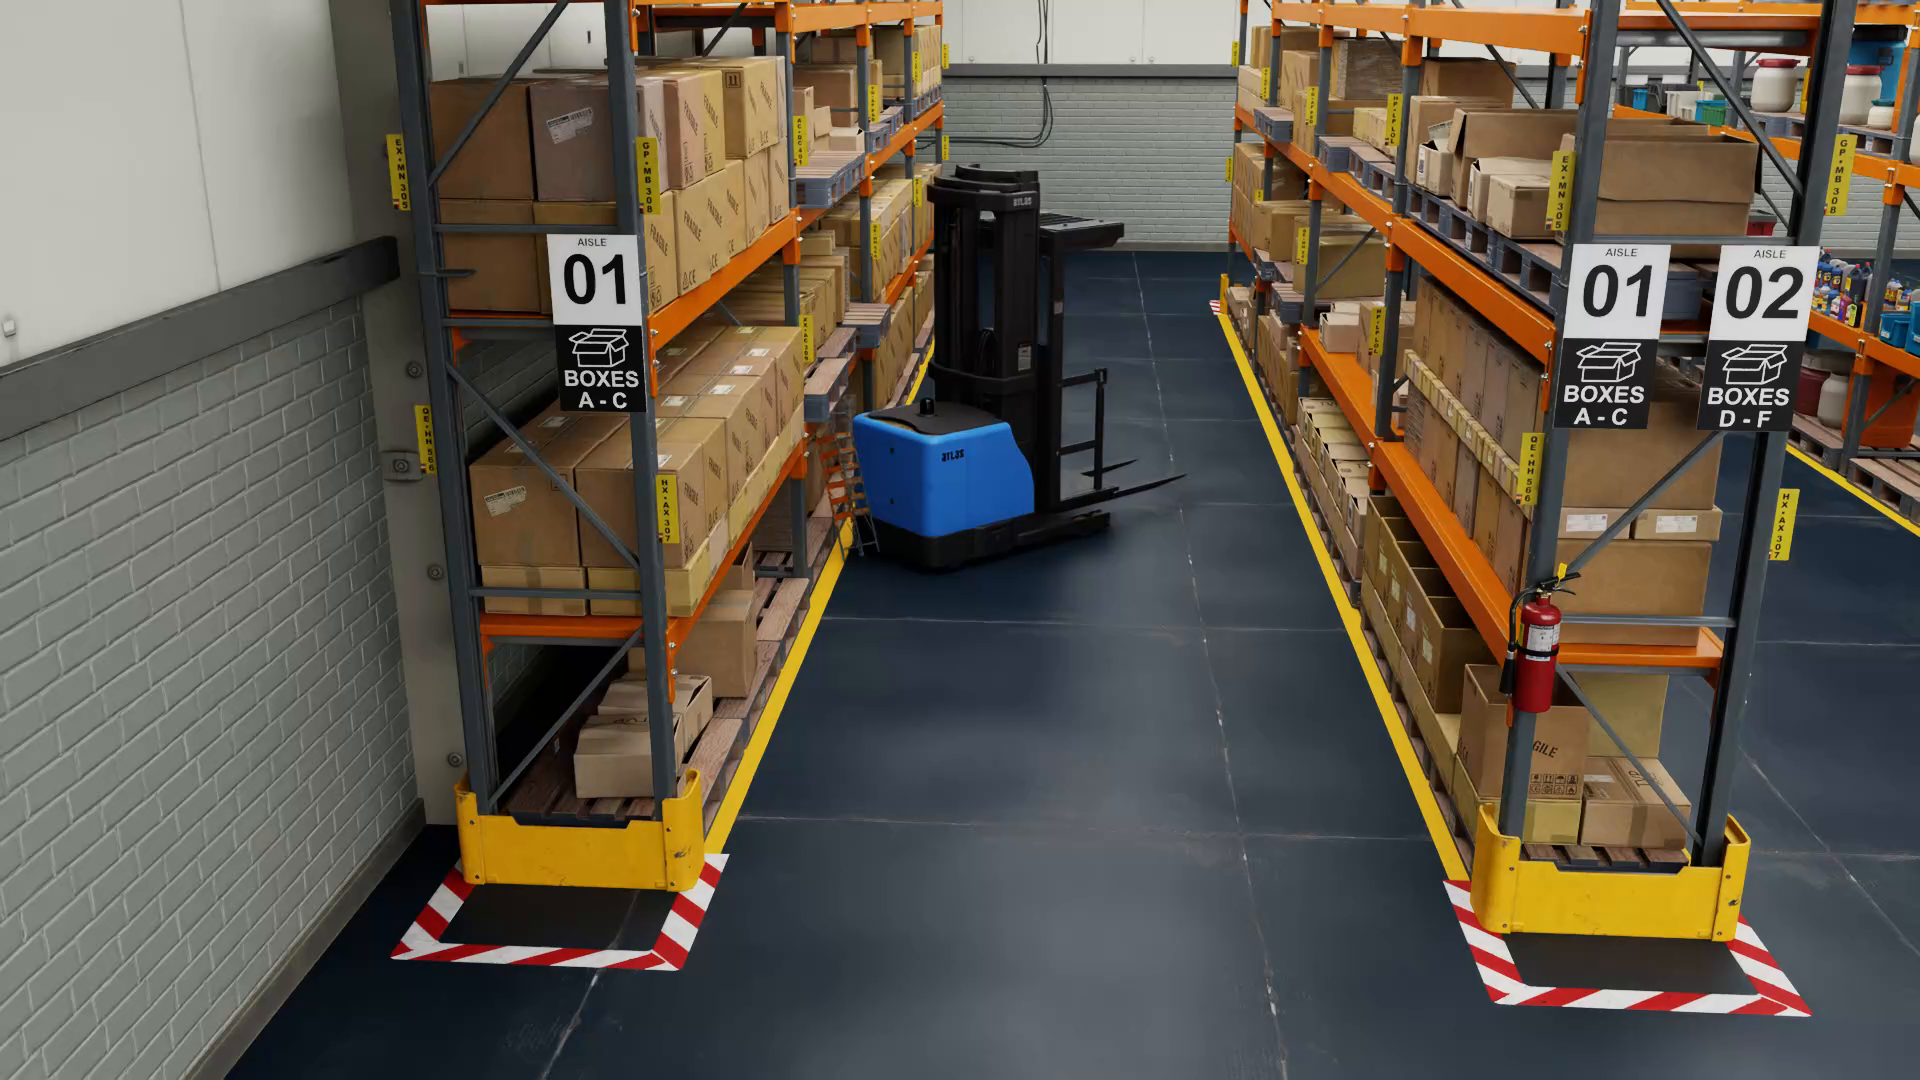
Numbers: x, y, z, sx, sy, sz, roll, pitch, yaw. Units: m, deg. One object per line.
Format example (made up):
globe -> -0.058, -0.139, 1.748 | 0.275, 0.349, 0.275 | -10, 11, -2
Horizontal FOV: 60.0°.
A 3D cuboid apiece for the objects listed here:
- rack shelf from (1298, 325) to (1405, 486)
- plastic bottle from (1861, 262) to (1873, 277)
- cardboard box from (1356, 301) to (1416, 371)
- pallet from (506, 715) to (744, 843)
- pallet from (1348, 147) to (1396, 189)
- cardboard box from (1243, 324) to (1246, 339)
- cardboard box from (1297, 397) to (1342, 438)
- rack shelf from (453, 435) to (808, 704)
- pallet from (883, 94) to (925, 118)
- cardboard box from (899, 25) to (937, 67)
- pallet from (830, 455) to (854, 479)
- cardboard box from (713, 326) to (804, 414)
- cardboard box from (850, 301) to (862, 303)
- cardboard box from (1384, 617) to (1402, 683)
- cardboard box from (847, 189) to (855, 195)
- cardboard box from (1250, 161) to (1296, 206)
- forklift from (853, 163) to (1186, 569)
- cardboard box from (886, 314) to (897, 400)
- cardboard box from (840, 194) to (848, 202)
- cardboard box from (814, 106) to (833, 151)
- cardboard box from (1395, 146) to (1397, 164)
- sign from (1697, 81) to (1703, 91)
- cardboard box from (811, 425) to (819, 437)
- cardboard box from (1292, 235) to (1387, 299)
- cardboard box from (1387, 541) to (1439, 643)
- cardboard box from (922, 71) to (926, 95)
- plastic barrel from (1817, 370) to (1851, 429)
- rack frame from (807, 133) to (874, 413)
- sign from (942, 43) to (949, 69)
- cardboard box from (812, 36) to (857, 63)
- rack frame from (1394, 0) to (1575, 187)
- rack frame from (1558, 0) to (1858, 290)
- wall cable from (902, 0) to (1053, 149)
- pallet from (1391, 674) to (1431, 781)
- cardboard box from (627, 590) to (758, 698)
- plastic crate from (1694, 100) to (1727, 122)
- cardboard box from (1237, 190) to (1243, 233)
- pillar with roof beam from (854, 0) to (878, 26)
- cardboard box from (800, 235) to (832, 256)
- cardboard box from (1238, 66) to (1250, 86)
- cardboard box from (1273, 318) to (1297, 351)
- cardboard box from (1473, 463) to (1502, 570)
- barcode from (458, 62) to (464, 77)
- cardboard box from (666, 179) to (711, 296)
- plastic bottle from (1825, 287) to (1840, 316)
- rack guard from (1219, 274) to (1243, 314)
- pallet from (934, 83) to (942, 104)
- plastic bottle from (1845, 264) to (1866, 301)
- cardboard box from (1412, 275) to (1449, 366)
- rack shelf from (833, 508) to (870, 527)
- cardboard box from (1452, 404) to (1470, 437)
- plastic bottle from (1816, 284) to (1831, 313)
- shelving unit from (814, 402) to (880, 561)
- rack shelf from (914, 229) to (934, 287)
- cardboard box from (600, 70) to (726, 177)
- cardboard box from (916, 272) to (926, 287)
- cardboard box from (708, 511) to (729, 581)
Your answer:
rack shelf -> 3.482, -1.154, 13.283 | 1.077, 0.370, 4.000 | 1, 18, 4
plastic bottle -> 9.034, -2.589, 16.587 | 0.144, 0.351, 0.185 | 1, 18, 4
cardboard box -> 3.521, -1.643, 13.459 | 0.500, 0.500, 0.500 | 0, 18, 1
pallet -> -1.791, 1.308, 9.092 | 1.003, 0.211, 1.213 | 1, 18, 4
pallet -> 3.588, -2.893, 12.919 | 1.003, 0.211, 1.213 | 2, 18, 6
cardboard box -> 3.637, -2.515, 20.152 | 0.380, 0.149, 0.250 | 1, 18, 4
cardboard box -> 3.295, -1.120, 14.866 | 0.500, 0.311, 0.500 | 2, 18, 6
rack shelf -> -1.746, -0.021, 9.825 | 1.077, 0.370, 4.000 | 1, 18, 4
pallet -> -0.960, -5.106, 19.513 | 1.003, 0.211, 1.213 | 1, 18, 4
cardboard box -> -0.570, -6.280, 21.156 | 0.500, 0.500, 0.500 | 2, 18, 6
pallet -> -1.374, -0.659, 15.094 | 1.003, 0.211, 1.213 | 1, 18, 4
cardboard box -> -1.328, -1.125, 11.043 | 0.500, 0.500, 0.500 | 1, 18, 4
cardboard box -> -1.061, -2.214, 15.733 | 0.380, 0.149, 0.250 | 1, 18, 3
cardboard box -> 2.921, 0.680, 10.272 | 0.500, 0.250, 0.500 | 1, 18, 4
cardboard box -> -1.384, -3.568, 17.620 | 0.500, 0.250, 0.500 | 1, 18, 2
cardboard box -> 3.724, -4.204, 19.669 | 0.500, 0.500, 0.500 | 1, 18, 3
forklift -> 0.599, -1.529, 13.383 | 3.031, 2.935, 1.130 | -15, 23, -38
cardboard box -> -1.063, -1.902, 17.188 | 0.750, 0.750, 0.750 | 1, 18, 4
cardboard box -> -1.426, -3.406, 17.126 | 0.500, 0.250, 0.500 | 1, 18, 3
cardboard box -> -1.501, -3.310, 13.692 | 0.797, 0.503, 0.637 | 4, 19, 12
cardboard box -> 3.429, -2.790, 11.870 | 0.500, 0.250, 0.500 | 0, 18, -1
sign -> 9.689, -5.858, 21.835 | 0.100, 0.325, 0.005 | 1, 18, 4
cardboard box -> -1.451, -1.044, 13.895 | 0.500, 0.250, 0.500 | 1, 18, 4
cardboard box -> 3.558, -2.562, 15.590 | 0.700, 0.500, 0.500 | -5, 19, -15
cardboard box -> 2.921, 0.324, 10.155 | 0.500, 0.500, 0.500 | 1, 18, 4
cardboard box -> -0.666, -5.437, 19.786 | 0.500, 0.250, 0.500 | 1, 18, 3
plastic barrel -> 8.535, -1.352, 16.054 | 0.421, 0.512, 0.421 | 0, 18, 0
rack frame -> -1.316, -2.226, 15.400 | 1.000, 3.000, 0.127 | 1, 18, 4
sign -> -0.202, -6.503, 22.340 | 0.100, 0.325, 0.005 | 1, 18, 4
cardboard box -> -1.248, -5.065, 17.175 | 0.500, 0.250, 0.500 | 1, 18, 2
rack frame -> 3.338, -3.726, 10.341 | 1.000, 3.000, 0.127 | 1, 18, 4
rack frame -> 3.052, -2.483, 6.550 | 1.000, 3.000, 0.127 | 1, 18, 4
wall cable -> 0.019, -7.835, 27.869 | 3.097, 2.526, 0.112 | 1, 18, 4
pallet -> 3.155, 1.076, 9.799 | 1.003, 0.211, 1.213 | 1, 18, 4
cardboard box -> -1.607, 0.620, 10.020 | 0.700, 0.500, 0.500 | 0, 18, 0
plastic crate -> 8.599, -4.883, 18.961 | 0.416, 0.233, 0.300 | 1, 18, 4
cardboard box -> 3.833, -4.201, 21.266 | 0.500, 0.500, 0.500 | 1, 18, 4
pillar with roof beam -> 2.882, -8.324, 24.374 | 9.100, 9.000, 0.400 | 1, 18, 4
cardboard box -> -1.319, -2.583, 14.580 | 0.380, 0.149, 0.250 | -2, 18, -5
cardboard box -> 3.902, -6.040, 21.658 | 0.500, 0.250, 0.500 | 1, 18, 4
cardboard box -> 3.527, -2.126, 17.197 | 0.500, 0.250, 0.500 | 1, 18, 3
cardboard box -> 3.172, -0.142, 8.878 | 0.700, 0.500, 0.500 | 1, 18, 4
barcode -> -2.337, -2.207, 7.793 | 0.001, 0.075, 0.075 | 1, 18, 4
cardboard box -> -1.542, -1.489, 8.139 | 0.500, 0.500, 0.500 | 2, 18, 8
plastic bottle -> 8.226, -2.247, 15.669 | 0.097, 0.271, 0.097 | 0, 18, 0
rack guard -> 4.193, -3.390, 22.966 | 1.175, 0.500, 0.348 | 1, 18, 4
pallet -> -0.785, -5.864, 21.826 | 1.003, 0.211, 1.213 | 1, 18, 4
plastic bottle -> 8.872, -2.551, 16.470 | 0.144, 0.351, 0.185 | 1, 18, 4
cardboard box -> 3.313, -1.401, 10.637 | 0.700, 0.500, 0.500 | 1, 18, 4
rack shelf -> -0.831, -0.181, 12.859 | 0.180, 0.103, 0.258 | -13, 0, 31
cardboard box -> 3.018, -0.670, 9.449 | 0.380, 0.149, 0.250 | 1, 18, 3
plastic bottle -> 8.240, -2.307, 15.854 | 0.097, 0.271, 0.097 | 0, 18, 0
shelving unit -> -0.894, -0.458, 12.858 | 0.189, 1.200, 0.258 | -13, 0, 31
rack shelf -> -0.886, -3.748, 21.200 | 1.077, 0.370, 4.000 | 1, 18, 4
cardboard box -> -1.508, -2.128, 8.483 | 0.500, 0.500, 0.500 | 2, 18, 5
cardboard box -> -0.630, -3.283, 20.923 | 0.380, 0.149, 0.250 | 1, 18, 2
cardboard box -> -1.515, 0.014, 8.772 | 0.500, 0.250, 0.500 | 1, 18, 2
